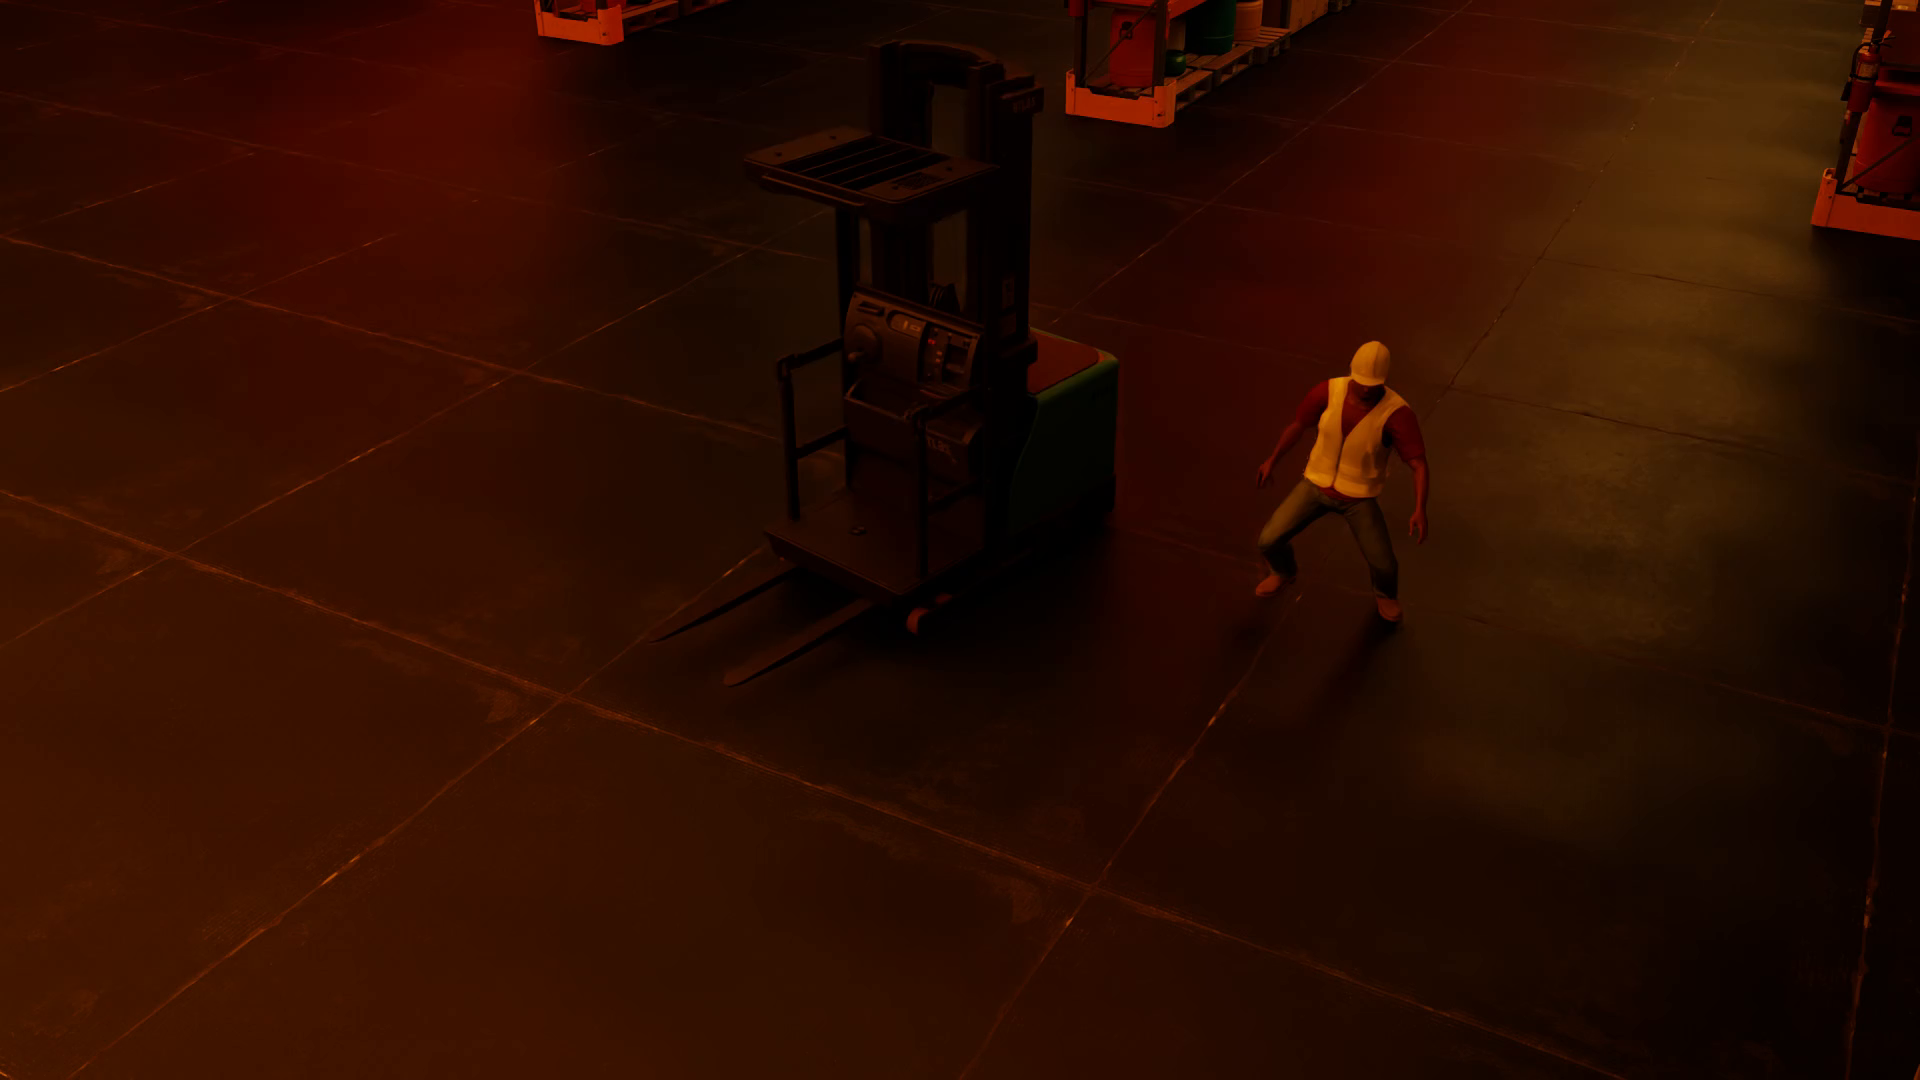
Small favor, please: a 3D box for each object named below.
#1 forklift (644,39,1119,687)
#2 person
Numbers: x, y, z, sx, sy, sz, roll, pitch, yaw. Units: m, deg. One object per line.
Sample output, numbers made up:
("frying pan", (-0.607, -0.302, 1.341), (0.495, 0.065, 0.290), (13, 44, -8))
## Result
("forklift", (-0.403, -1.024, 8.846), (1.130, 2.935, 3.031), (24, 37, 35))
("person", (2.059, -0.306, 8.870), (1.002, 1.605, 0.636), (18, 35, 28))
